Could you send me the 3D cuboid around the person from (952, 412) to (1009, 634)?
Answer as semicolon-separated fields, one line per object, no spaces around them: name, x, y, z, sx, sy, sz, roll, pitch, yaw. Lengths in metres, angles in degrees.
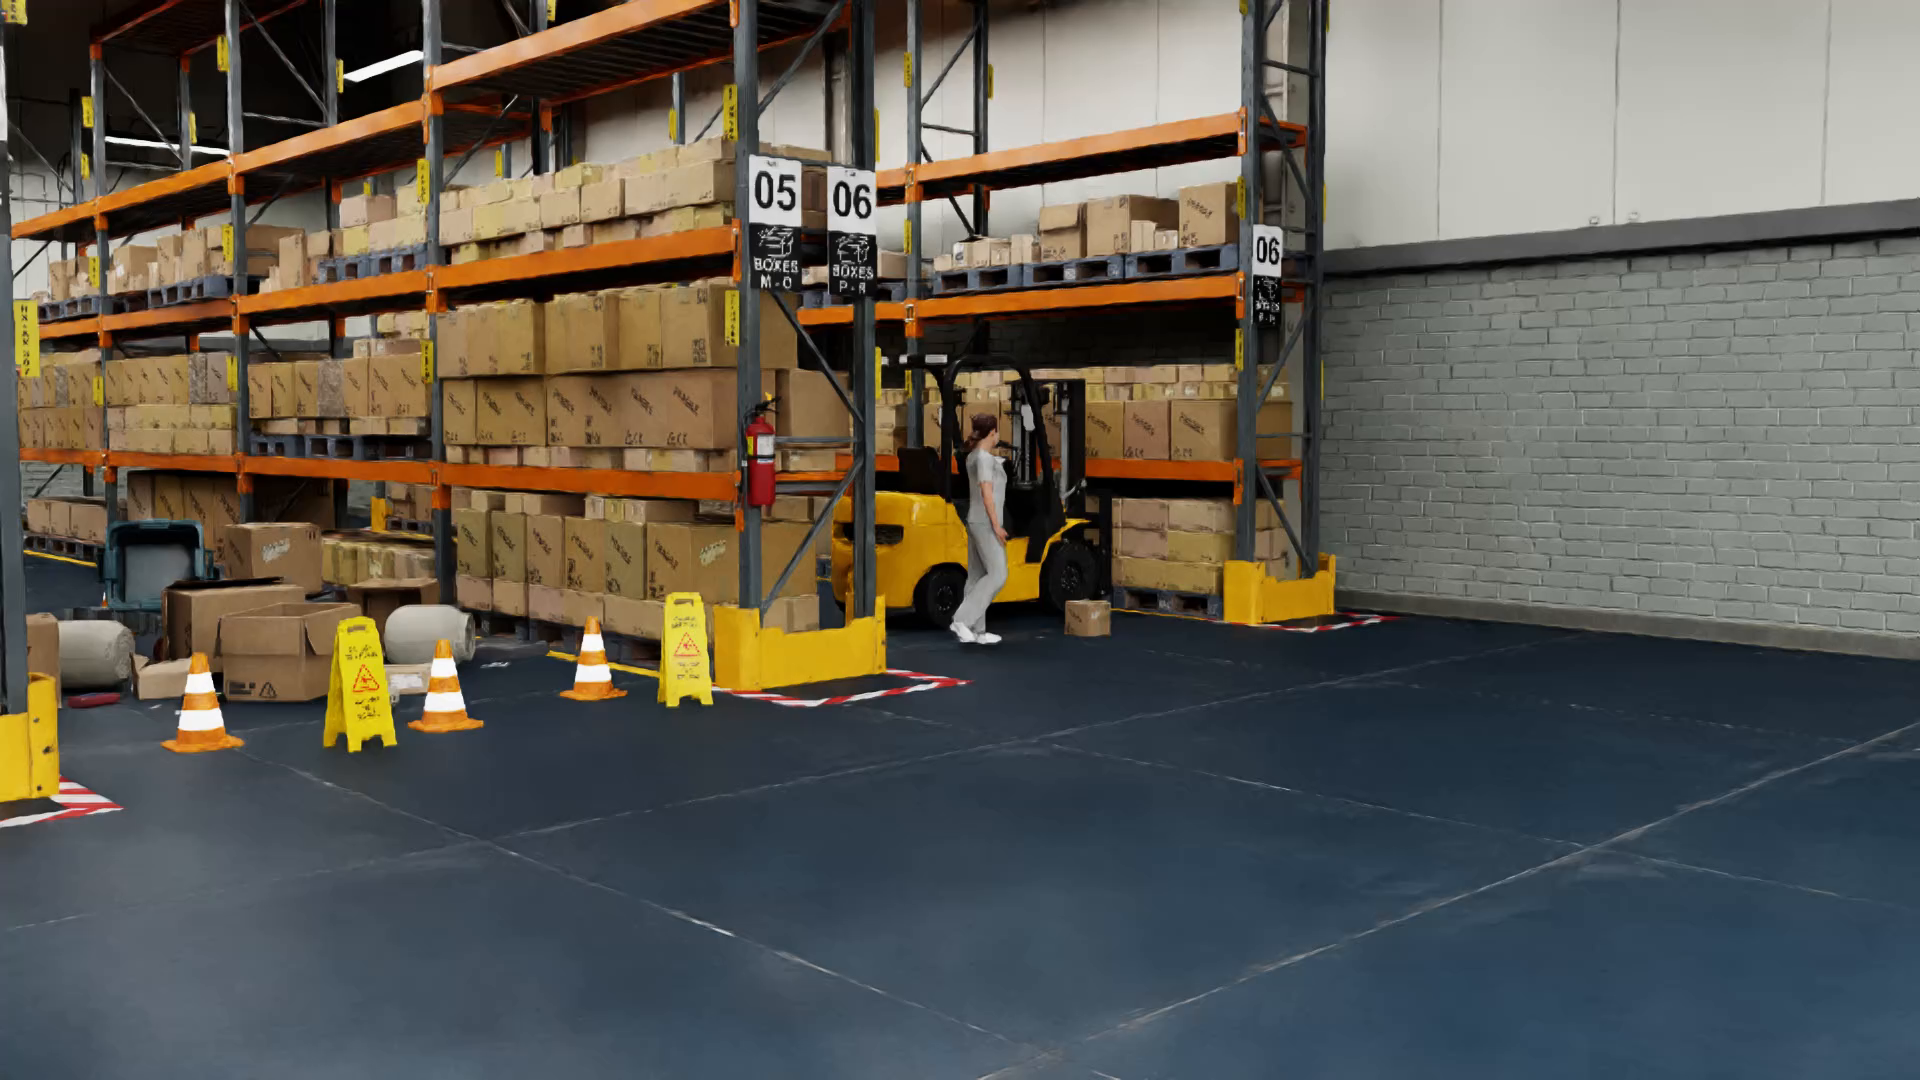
person;0.135;-0.114;11.967;0.421;1.597;0.521;0;4;-6
